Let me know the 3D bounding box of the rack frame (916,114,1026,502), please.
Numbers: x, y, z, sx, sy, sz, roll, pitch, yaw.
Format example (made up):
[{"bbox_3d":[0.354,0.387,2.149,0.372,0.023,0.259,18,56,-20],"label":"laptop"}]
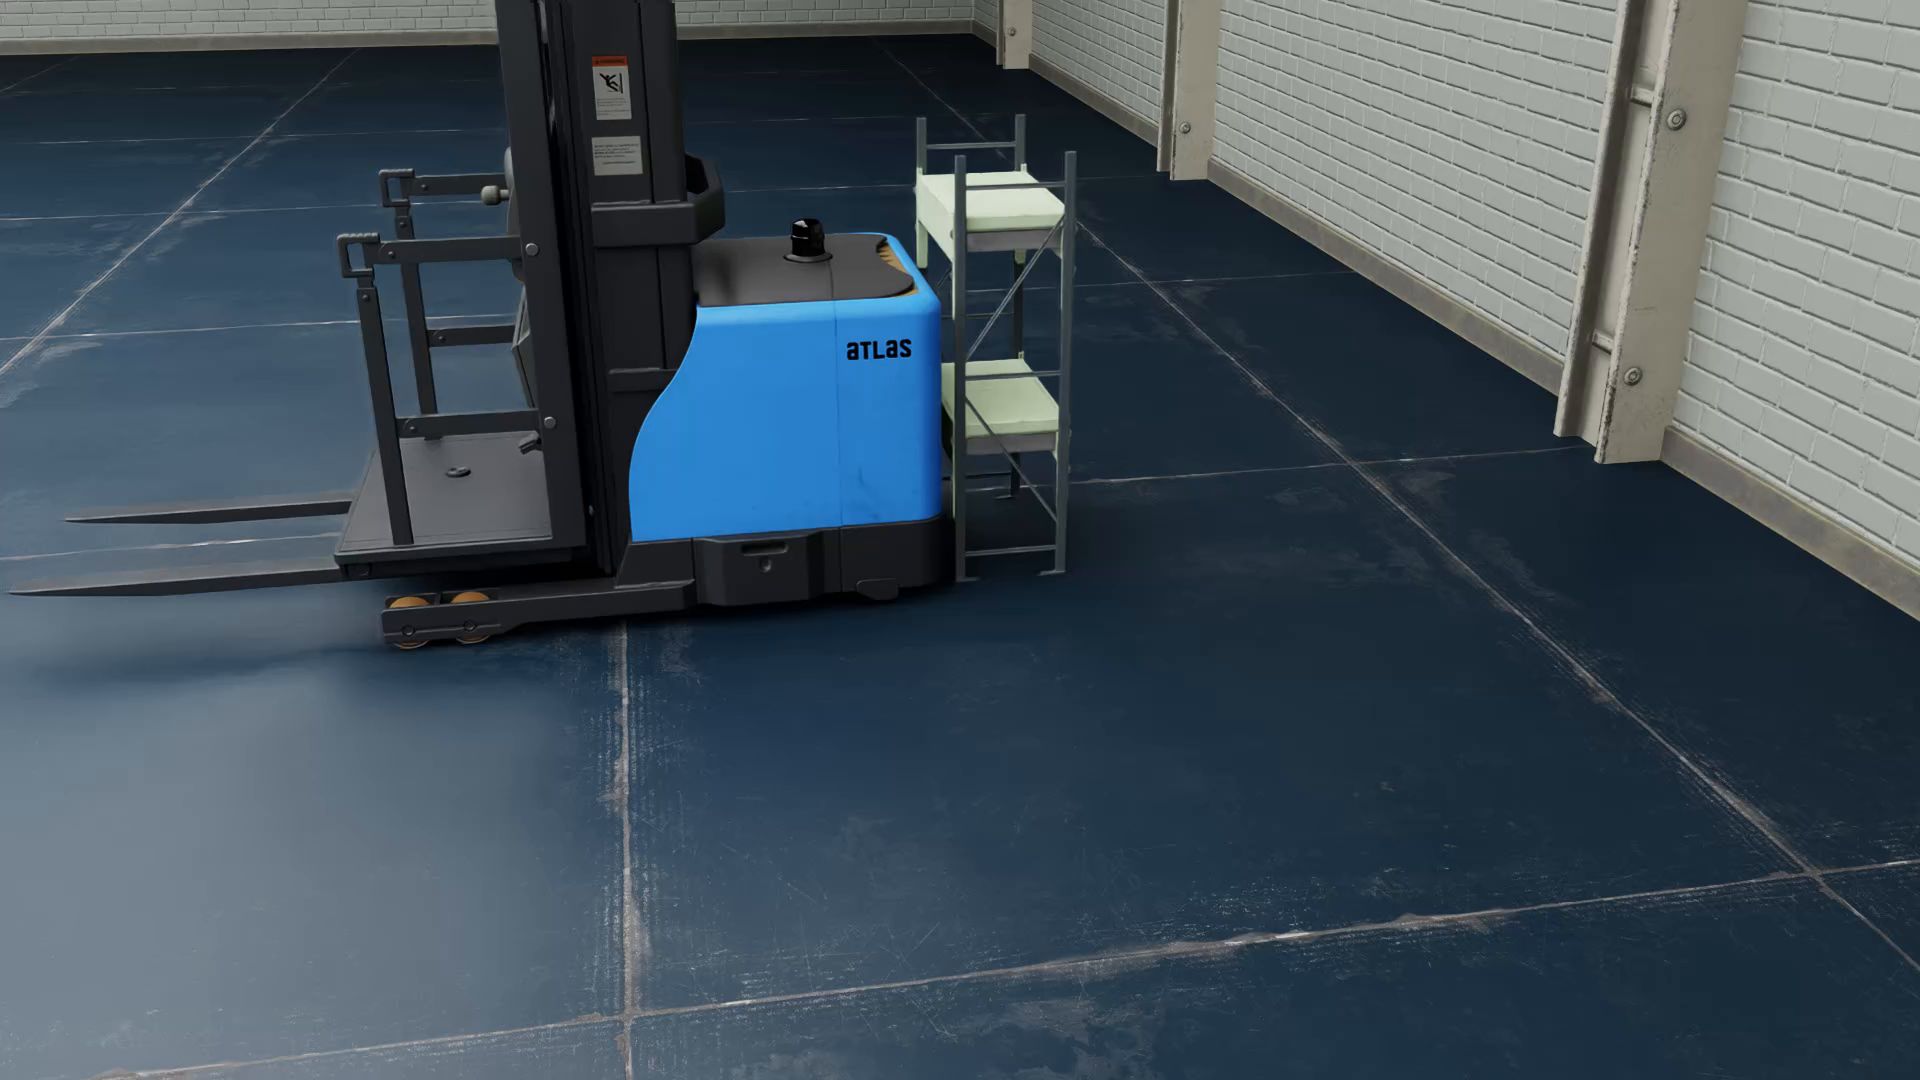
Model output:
[{"bbox_3d":[0.040,-0.843,6.305,0.400,1.500,0.023,-4,24,-10],"label":"rack frame"}]

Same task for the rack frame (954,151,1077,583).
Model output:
[{"bbox_3d":[0.180,-0.555,5.647,0.400,1.500,0.023,-4,24,-10],"label":"rack frame"}]

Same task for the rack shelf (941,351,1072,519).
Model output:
[{"bbox_3d":[0.110,-0.400,6.107,0.431,0.370,0.720,-4,24,-10],"label":"rack shelf"}]

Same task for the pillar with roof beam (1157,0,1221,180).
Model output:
[{"bbox_3d":[-2.537,-6.573,10.058,9.100,9.000,0.400,-4,24,-10],"label":"pillar with roof beam"}]

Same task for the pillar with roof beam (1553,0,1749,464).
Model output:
[{"bbox_3d":[-1.428,-4.213,4.654,9.100,9.000,0.400,-4,24,-10],"label":"pillar with roof beam"}]

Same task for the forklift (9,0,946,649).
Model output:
[{"bbox_3d":[-1.617,-1.217,5.376,3.031,2.935,1.130,-4,24,-10],"label":"forklift"}]

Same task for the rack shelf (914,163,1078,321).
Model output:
[{"bbox_3d":[0.110,-1.056,5.820,0.431,0.370,0.720,-4,24,-10],"label":"rack shelf"}]

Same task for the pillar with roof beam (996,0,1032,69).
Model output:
[{"bbox_3d":[-3.647,-8.933,15.461,9.100,9.000,0.400,-4,24,-10],"label":"pillar with roof beam"}]

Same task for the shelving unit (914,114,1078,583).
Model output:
[{"bbox_3d":[0.110,-0.699,5.976,0.431,1.500,0.755,-4,24,-10],"label":"shelving unit"}]
